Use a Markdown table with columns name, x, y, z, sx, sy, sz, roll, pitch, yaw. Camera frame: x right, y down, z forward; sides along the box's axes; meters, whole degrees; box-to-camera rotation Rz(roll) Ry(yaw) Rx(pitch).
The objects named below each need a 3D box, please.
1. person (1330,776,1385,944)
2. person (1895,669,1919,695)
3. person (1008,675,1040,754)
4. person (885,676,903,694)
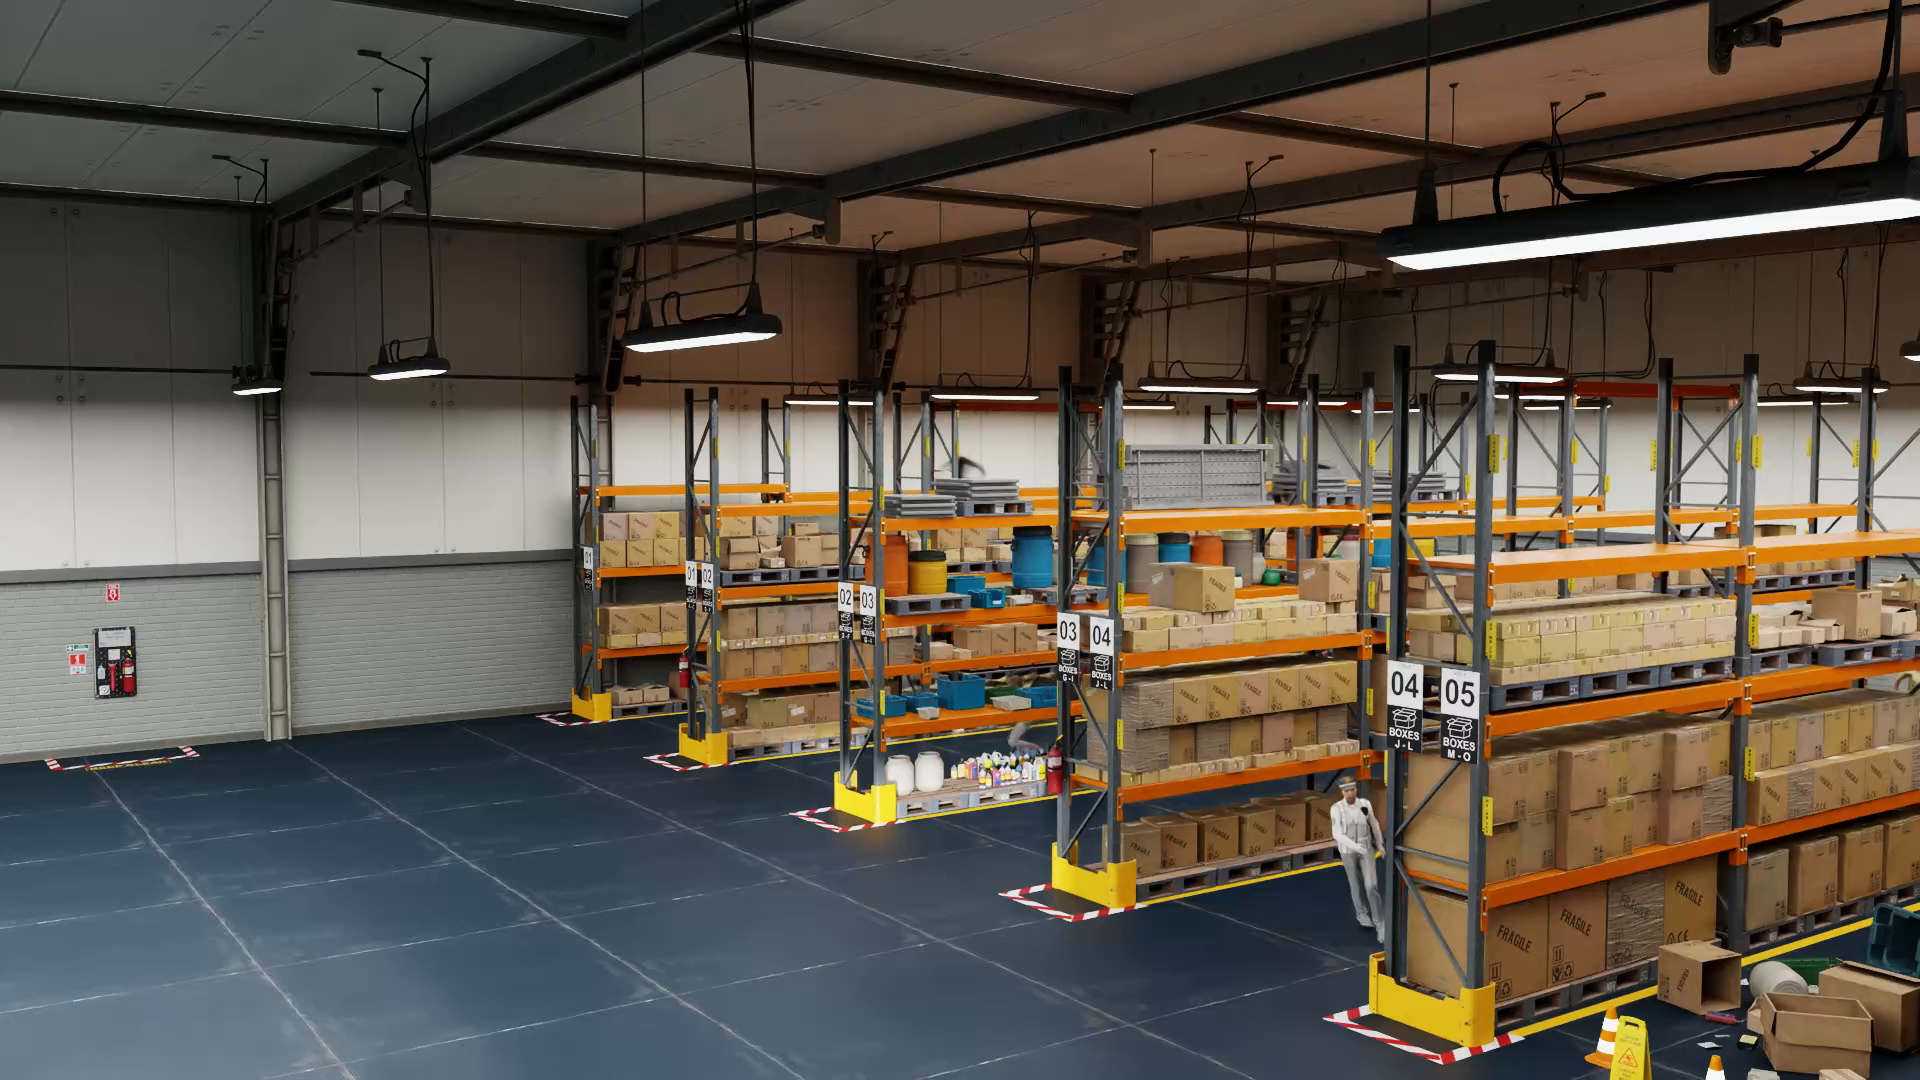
| name | x | y | z | sx | sy | sz | roll | pitch | yaw |
| --- | --- | --- | --- | --- | --- | --- | --- | --- | --- |
| person | 4.161 | 3.278 | 17.353 | 0.595 | 1.683 | 0.697 | 1 | 3 | 8 |
| person | 15.814 | 2.694 | 27.521 | 0.563 | 1.673 | 0.880 | 0 | 3 | -1 |
| person | 1.000 | 2.868 | 26.140 | 0.515 | 1.497 | 0.630 | 0 | 3 | 6 |
| person | -1.427 | 2.441 | 31.546 | 1.122 | 1.583 | 0.695 | -2 | 4 | -25 |
